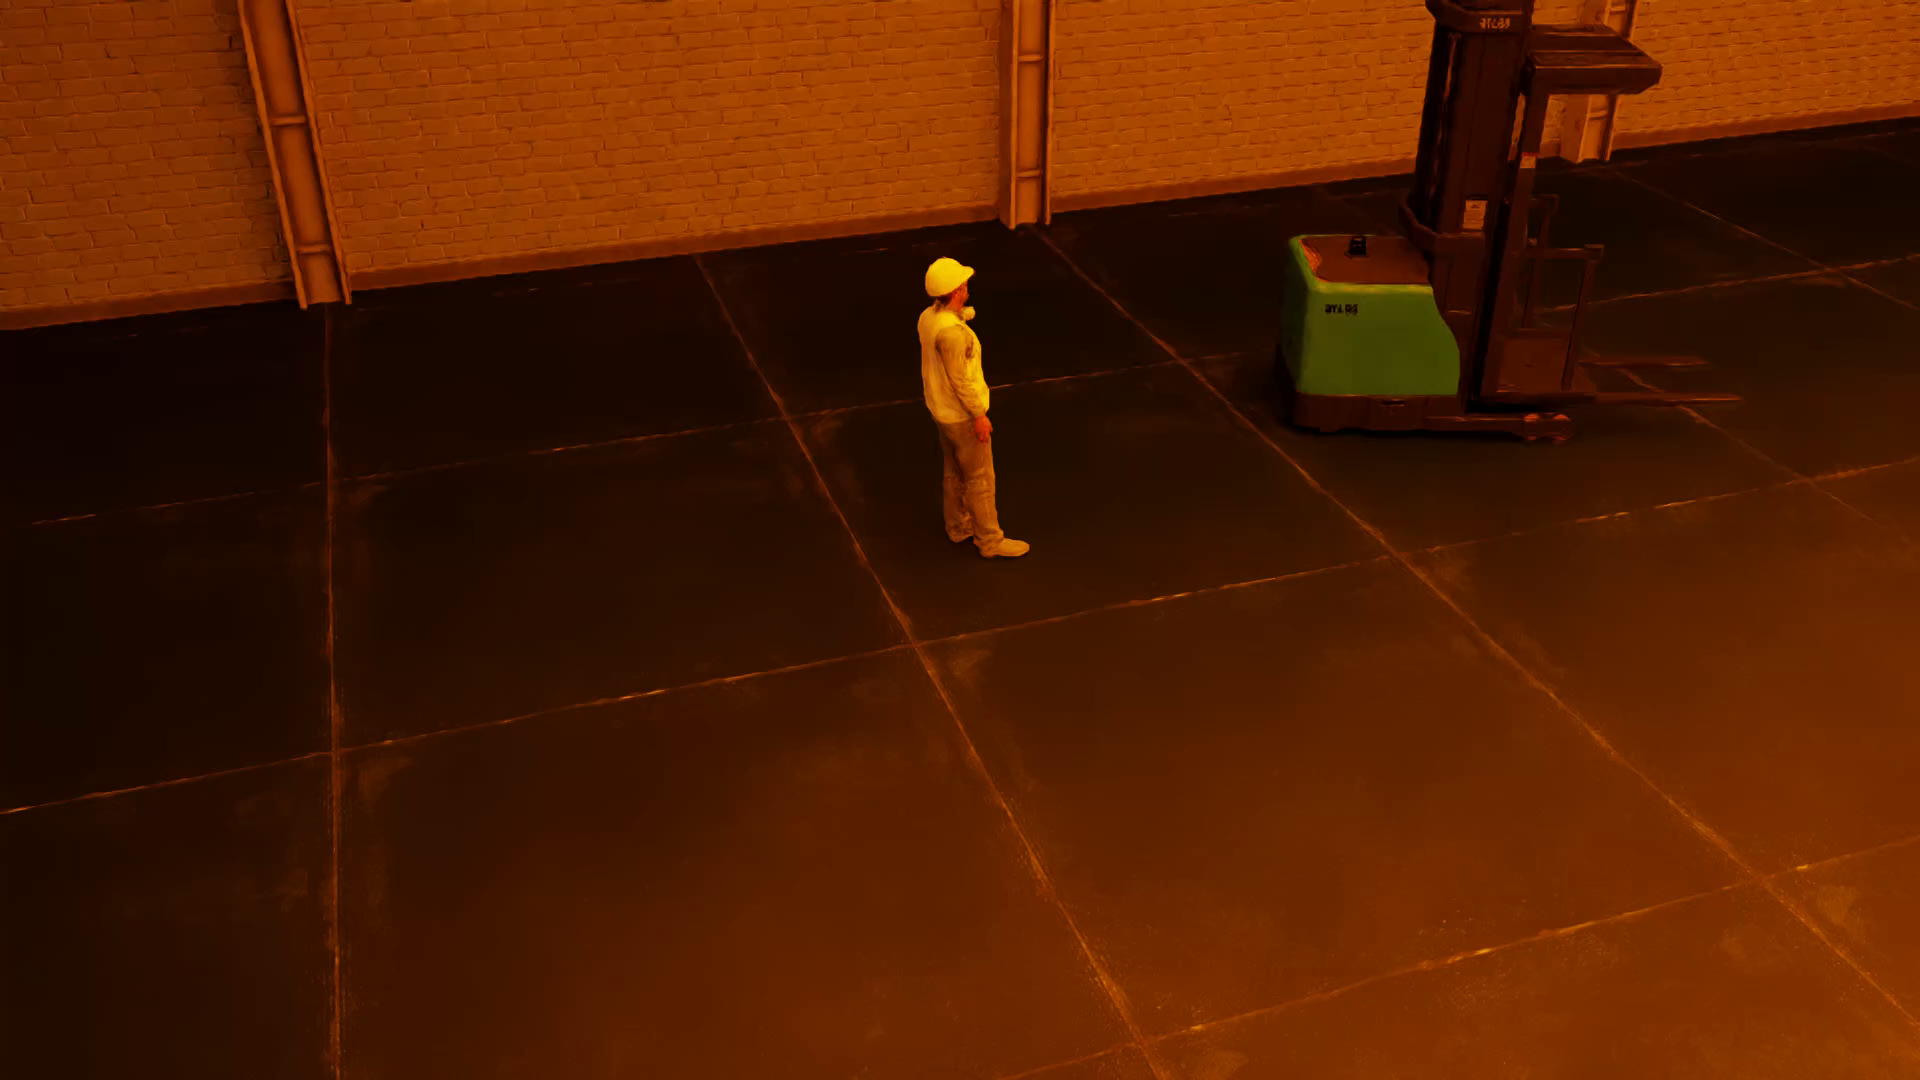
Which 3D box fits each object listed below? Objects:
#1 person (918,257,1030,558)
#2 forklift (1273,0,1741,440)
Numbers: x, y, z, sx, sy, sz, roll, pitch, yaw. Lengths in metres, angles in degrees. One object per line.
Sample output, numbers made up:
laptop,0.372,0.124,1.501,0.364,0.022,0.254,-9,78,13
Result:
person,0.062,-0.781,9.591,0.567,1.773,0.632,-10,31,-16
forklift,3.771,-2.213,10.933,3.031,2.935,1.130,1,30,1
